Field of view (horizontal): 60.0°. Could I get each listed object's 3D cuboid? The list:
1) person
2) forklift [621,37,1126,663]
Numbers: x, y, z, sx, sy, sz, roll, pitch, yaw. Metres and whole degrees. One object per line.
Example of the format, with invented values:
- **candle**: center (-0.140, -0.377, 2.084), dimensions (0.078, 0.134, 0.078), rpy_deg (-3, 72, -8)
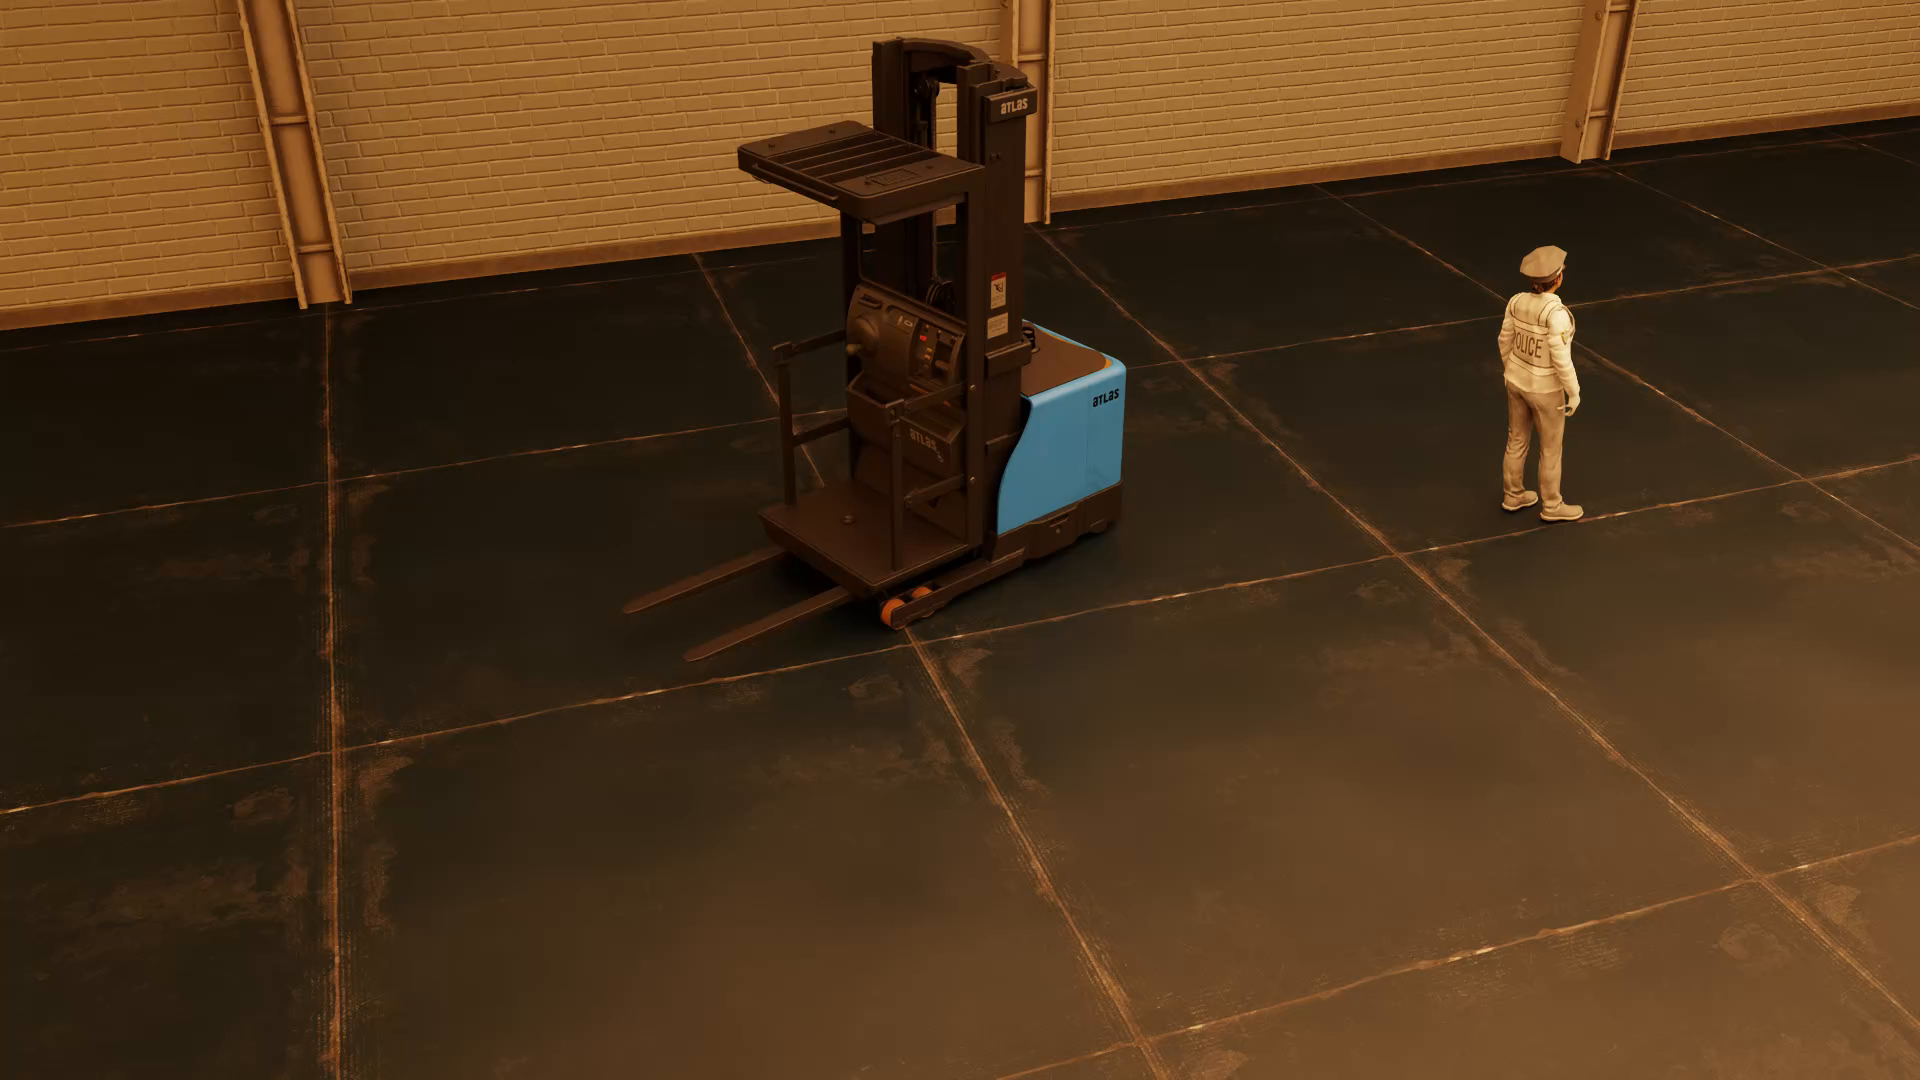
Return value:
- **person**: center (3.495, -0.942, 9.948), dimensions (0.533, 1.695, 0.587), rpy_deg (-15, 33, -24)
- **forklift**: center (-0.461, -1.072, 8.951), dimensions (3.031, 2.935, 1.130), rpy_deg (-23, 37, -34)
